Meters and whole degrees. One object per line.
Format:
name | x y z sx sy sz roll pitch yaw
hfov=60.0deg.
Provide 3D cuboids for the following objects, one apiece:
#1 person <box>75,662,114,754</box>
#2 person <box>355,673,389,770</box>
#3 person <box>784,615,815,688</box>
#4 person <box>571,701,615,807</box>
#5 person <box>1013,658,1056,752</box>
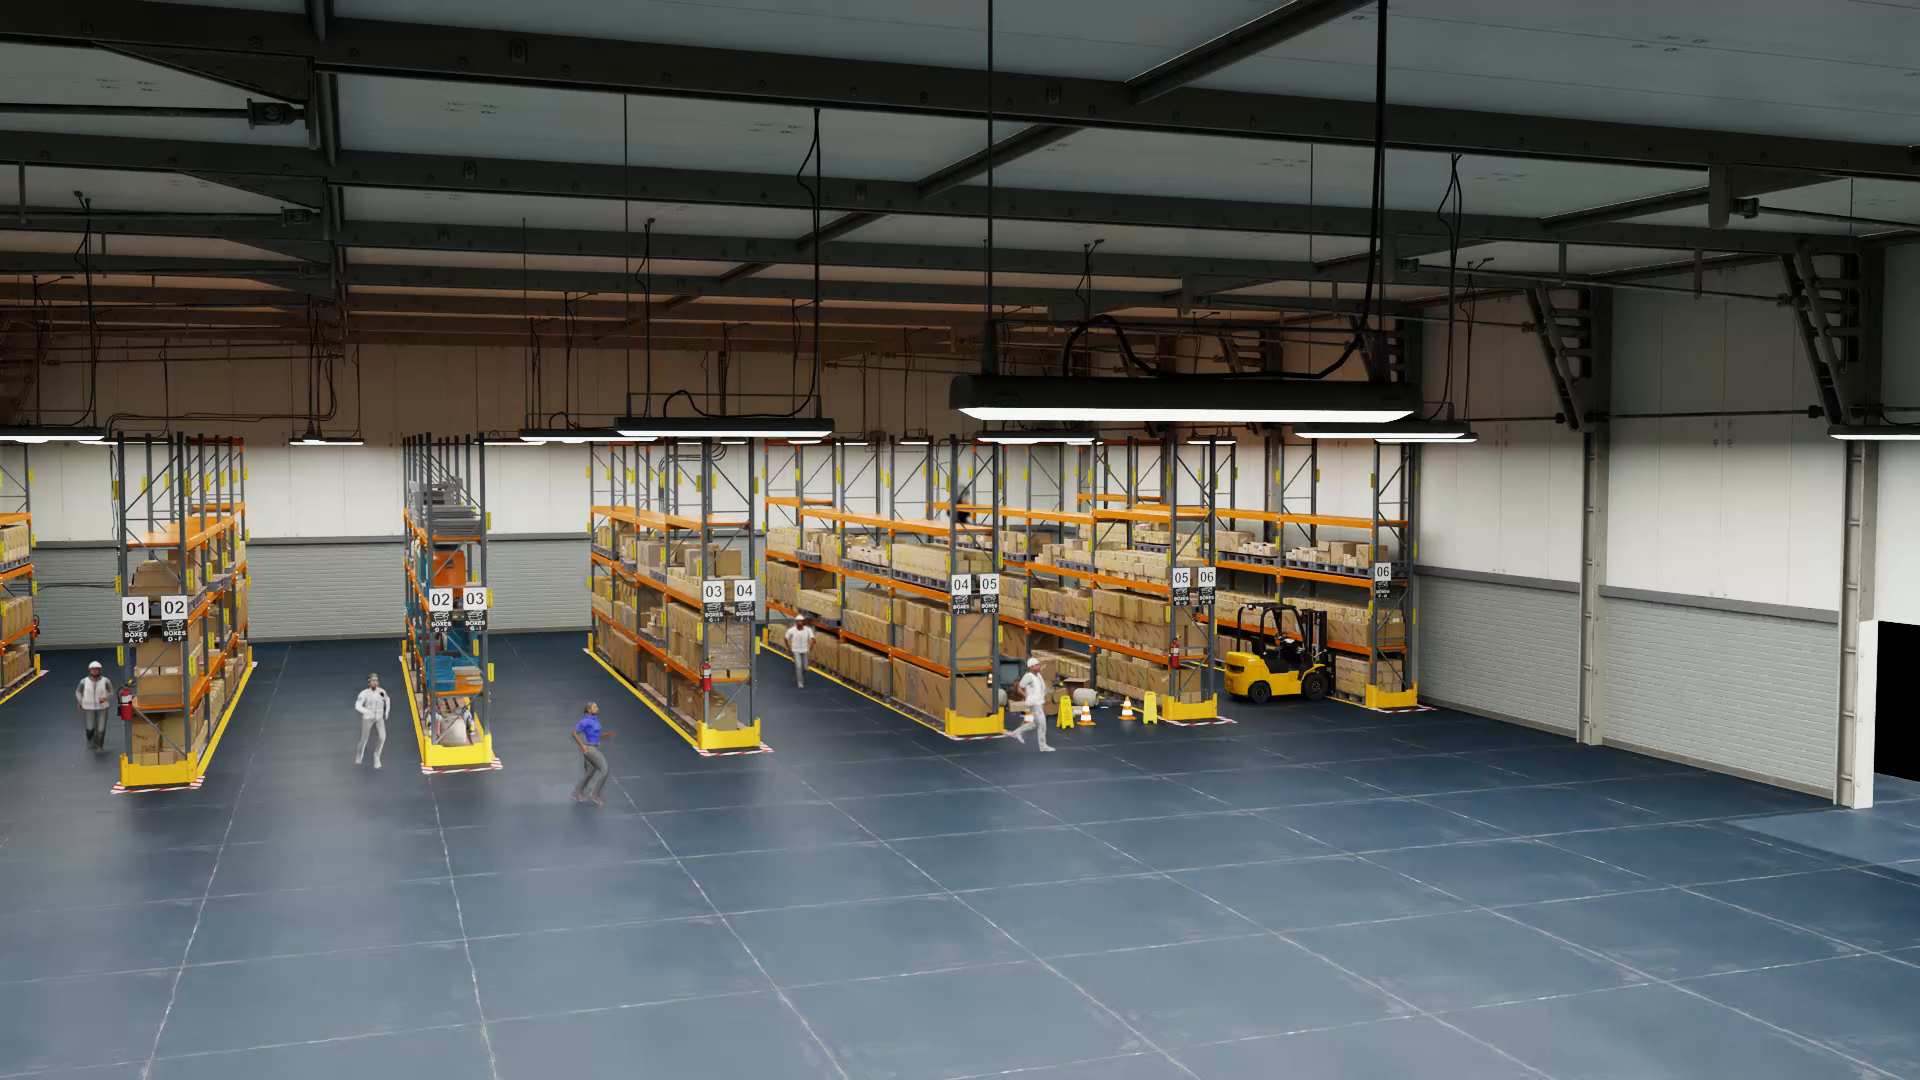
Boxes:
person | -16.122 3.138 31.001 0.650 1.732 0.566 -2 4 -27
person | -10.513 3.230 29.825 0.652 1.685 0.717 -2 4 -33
person | -3.830 2.654 39.718 0.739 1.734 0.795 -1 3 -16
person | -5.881 3.426 26.622 0.712 1.700 0.541 0 3 -3
person | 1.394 3.102 31.364 0.895 1.759 0.685 1 3 25
